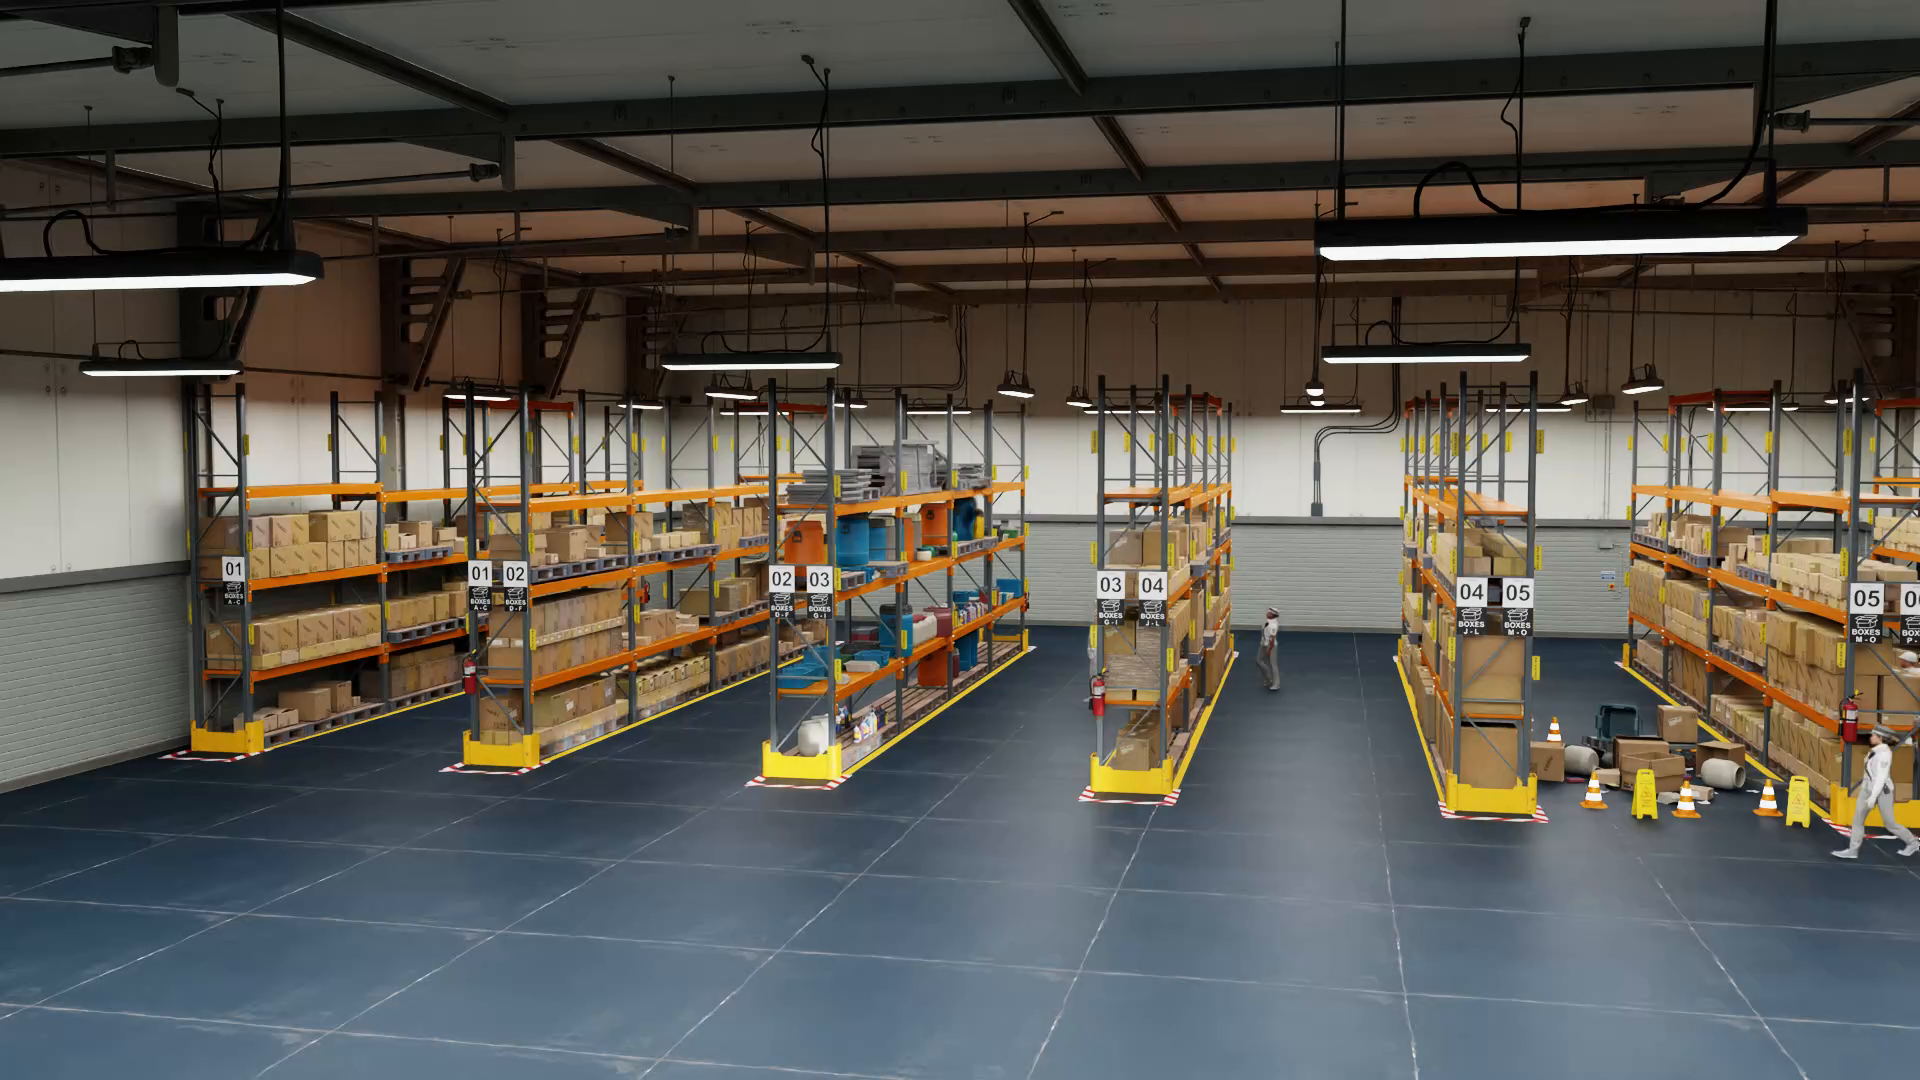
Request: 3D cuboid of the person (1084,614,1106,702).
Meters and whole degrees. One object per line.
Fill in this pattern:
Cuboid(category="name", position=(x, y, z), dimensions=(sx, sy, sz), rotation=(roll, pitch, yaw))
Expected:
Cuboid(category="person", position=(2.638, 2.288, 32.093), dimensions=(0.468, 1.743, 0.600), rotation=(0, 3, -5))

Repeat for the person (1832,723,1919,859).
Cuboid(category="person", position=(11.063, 3.028, 19.983), dimensions=(0.958, 1.650, 0.445), rotation=(0, 3, -7))

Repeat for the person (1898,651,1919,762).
Cuboid(category="person", position=(15.050, 2.631, 26.298), dimensions=(0.756, 1.750, 0.602), rotation=(1, 3, 18))

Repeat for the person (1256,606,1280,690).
Cuboid(category="person", position=(6.351, 2.206, 34.149), dimensions=(0.395, 1.705, 0.625), rotation=(-1, 3, -17))
